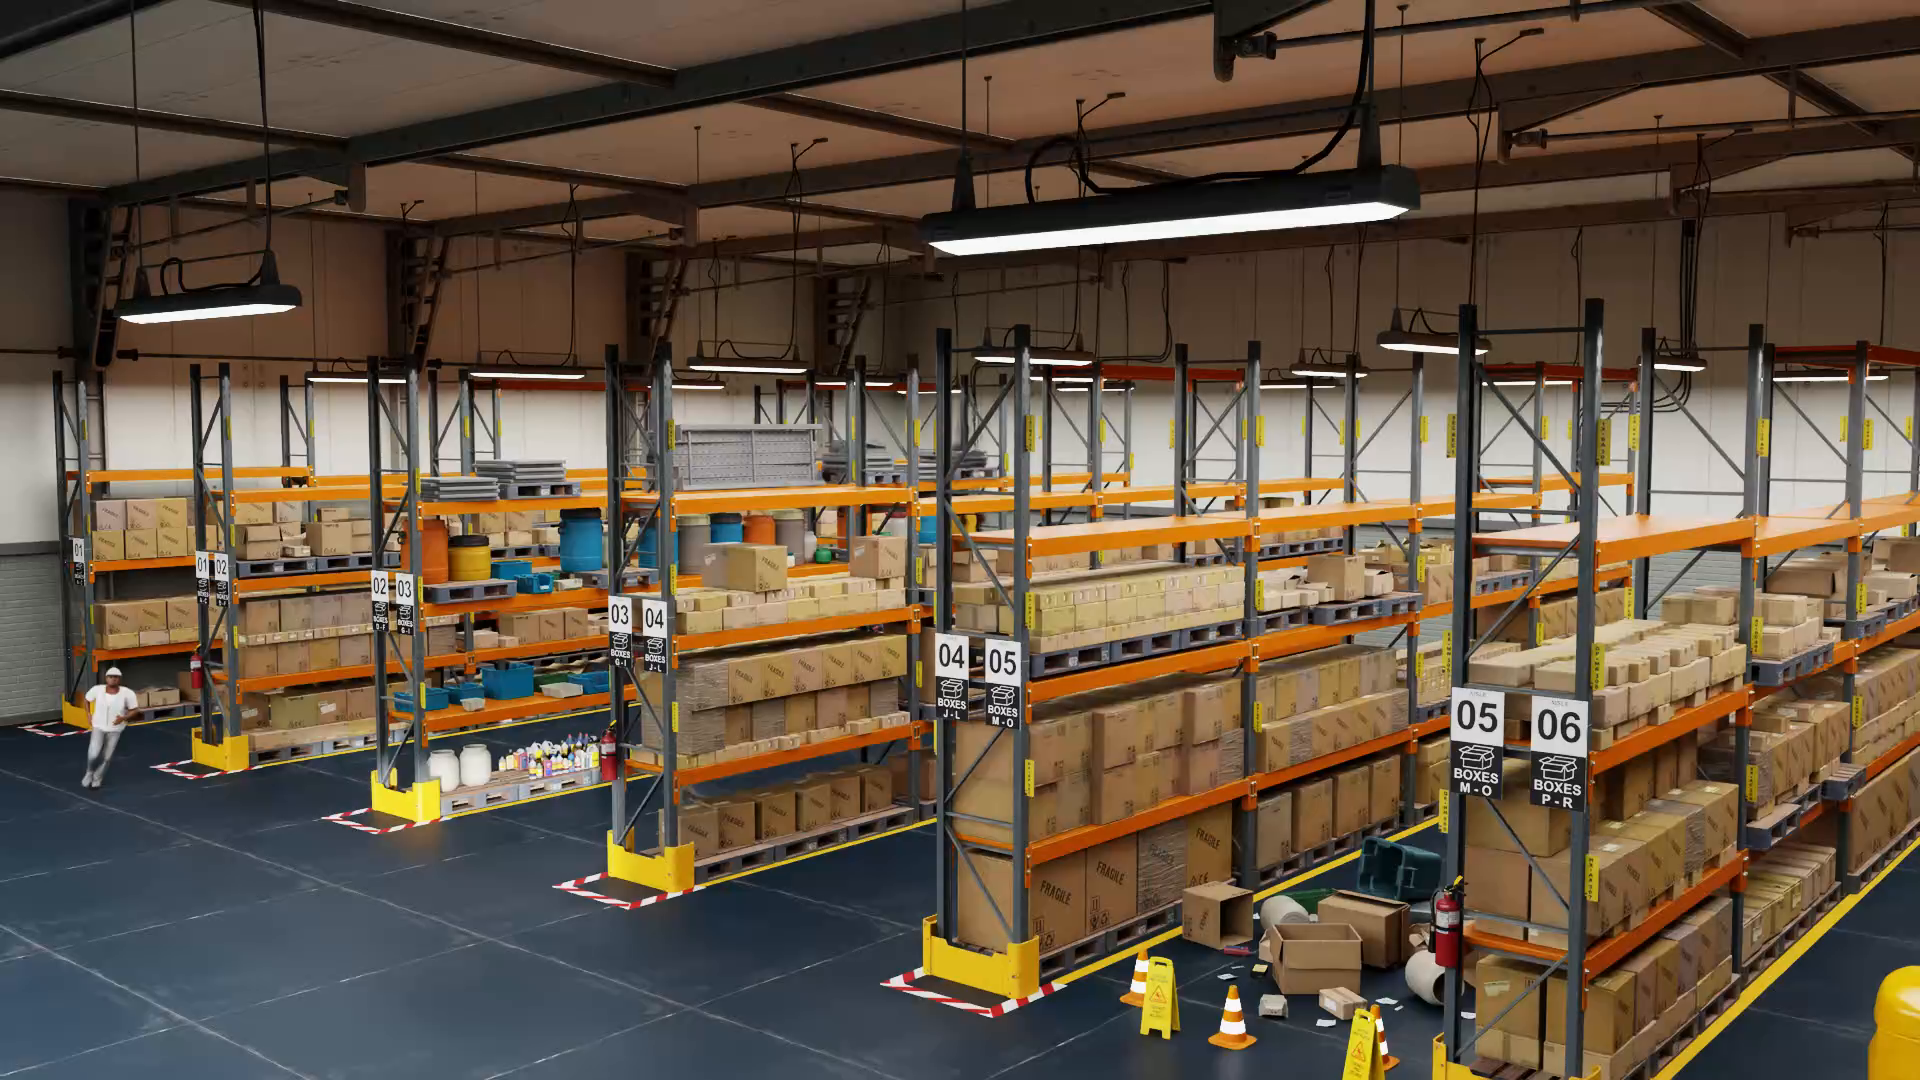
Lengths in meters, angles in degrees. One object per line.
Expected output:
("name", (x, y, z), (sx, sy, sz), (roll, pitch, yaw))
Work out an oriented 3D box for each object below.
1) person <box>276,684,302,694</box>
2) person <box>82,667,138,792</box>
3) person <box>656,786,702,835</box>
("person", (-11.036, 2.337, 27.465), (0.597, 1.683, 0.879), (2, 5, 29))
("person", (-11.876, 2.630, 23.214), (0.731, 1.736, 0.641), (-2, 4, -23))
("person", (-3.516, 2.765, 20.894), (0.698, 1.761, 0.944), (3, 5, 35))
